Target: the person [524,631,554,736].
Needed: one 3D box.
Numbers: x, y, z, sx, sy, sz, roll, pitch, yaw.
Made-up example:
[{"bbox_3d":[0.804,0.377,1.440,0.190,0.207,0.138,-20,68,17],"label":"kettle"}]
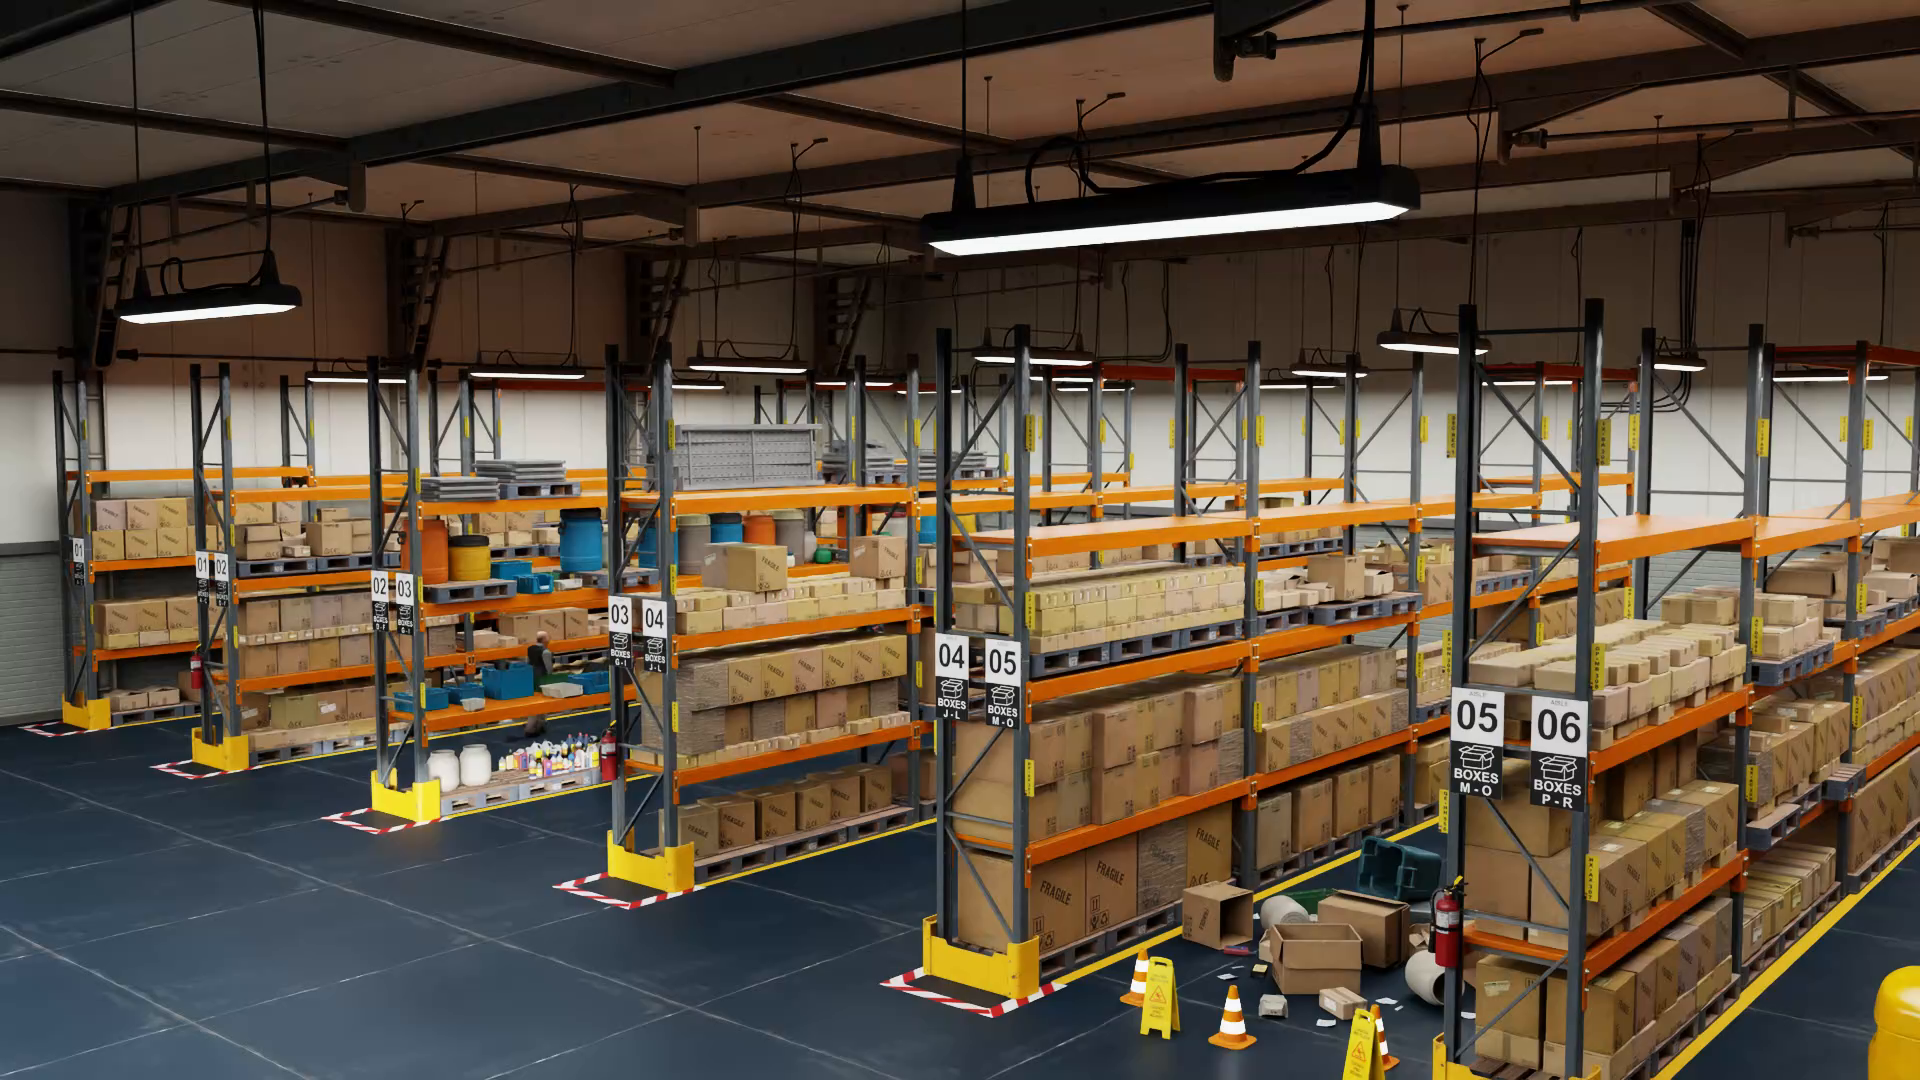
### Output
[{"bbox_3d":[-6.891,2.371,27.197,0.570,1.770,0.613,3,5,37],"label":"person"}]
